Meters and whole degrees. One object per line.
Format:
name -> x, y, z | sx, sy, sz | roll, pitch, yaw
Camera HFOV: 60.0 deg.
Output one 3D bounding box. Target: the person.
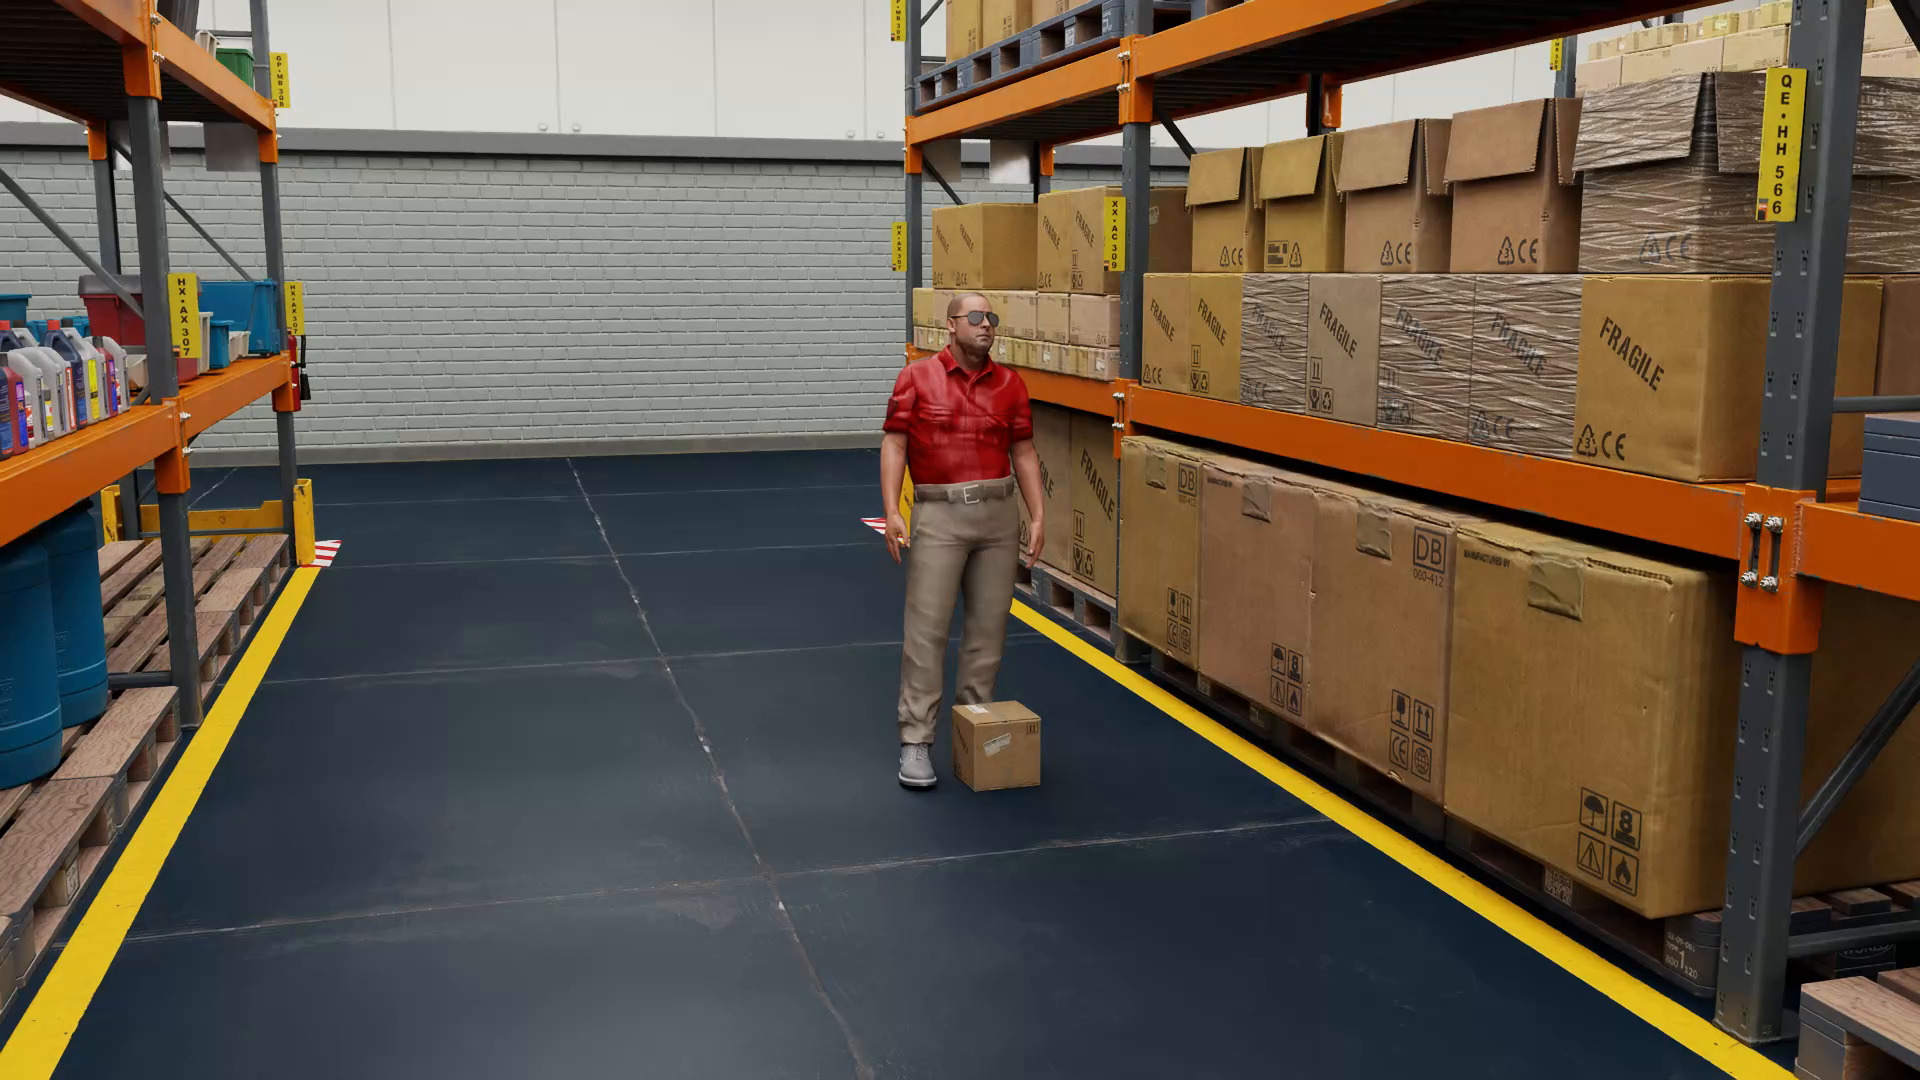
person -> 0.036, -0.028, 6.043 | 0.641, 1.727, 0.551 | -3, 10, -18
